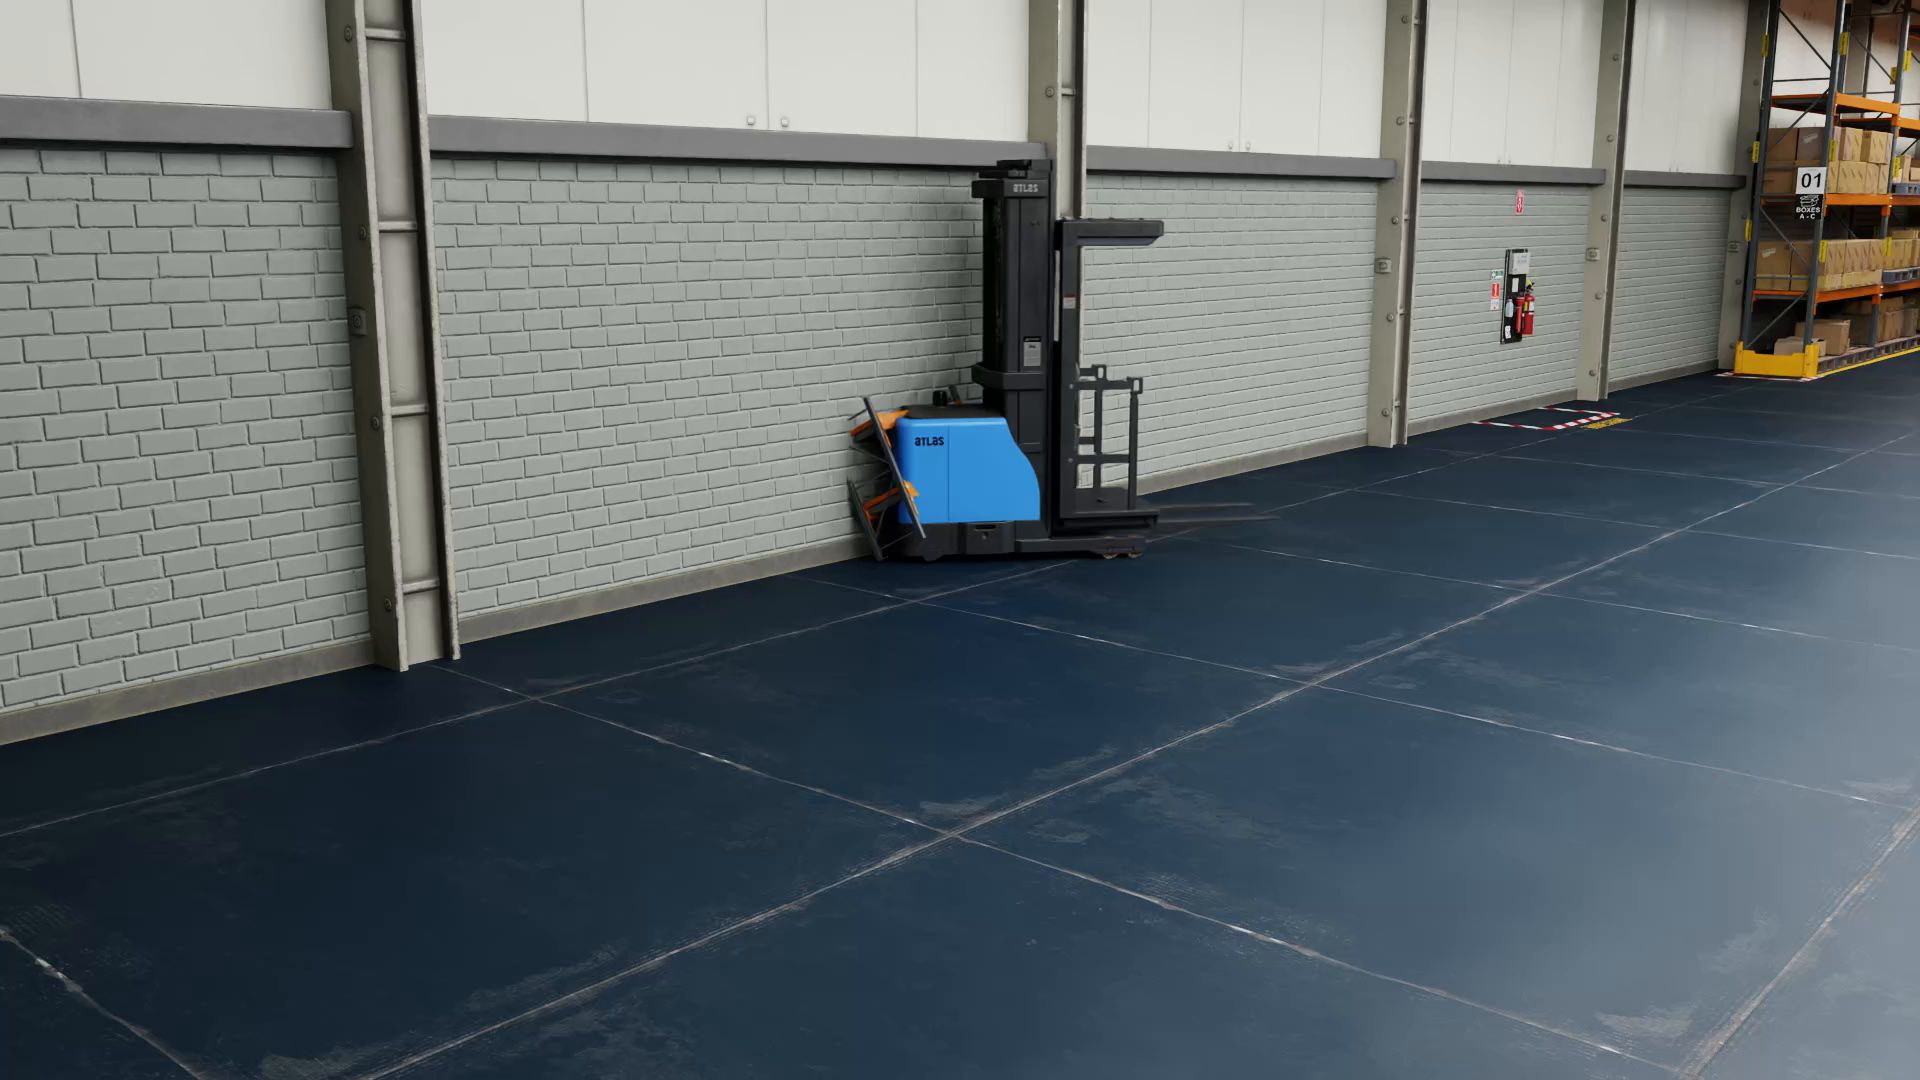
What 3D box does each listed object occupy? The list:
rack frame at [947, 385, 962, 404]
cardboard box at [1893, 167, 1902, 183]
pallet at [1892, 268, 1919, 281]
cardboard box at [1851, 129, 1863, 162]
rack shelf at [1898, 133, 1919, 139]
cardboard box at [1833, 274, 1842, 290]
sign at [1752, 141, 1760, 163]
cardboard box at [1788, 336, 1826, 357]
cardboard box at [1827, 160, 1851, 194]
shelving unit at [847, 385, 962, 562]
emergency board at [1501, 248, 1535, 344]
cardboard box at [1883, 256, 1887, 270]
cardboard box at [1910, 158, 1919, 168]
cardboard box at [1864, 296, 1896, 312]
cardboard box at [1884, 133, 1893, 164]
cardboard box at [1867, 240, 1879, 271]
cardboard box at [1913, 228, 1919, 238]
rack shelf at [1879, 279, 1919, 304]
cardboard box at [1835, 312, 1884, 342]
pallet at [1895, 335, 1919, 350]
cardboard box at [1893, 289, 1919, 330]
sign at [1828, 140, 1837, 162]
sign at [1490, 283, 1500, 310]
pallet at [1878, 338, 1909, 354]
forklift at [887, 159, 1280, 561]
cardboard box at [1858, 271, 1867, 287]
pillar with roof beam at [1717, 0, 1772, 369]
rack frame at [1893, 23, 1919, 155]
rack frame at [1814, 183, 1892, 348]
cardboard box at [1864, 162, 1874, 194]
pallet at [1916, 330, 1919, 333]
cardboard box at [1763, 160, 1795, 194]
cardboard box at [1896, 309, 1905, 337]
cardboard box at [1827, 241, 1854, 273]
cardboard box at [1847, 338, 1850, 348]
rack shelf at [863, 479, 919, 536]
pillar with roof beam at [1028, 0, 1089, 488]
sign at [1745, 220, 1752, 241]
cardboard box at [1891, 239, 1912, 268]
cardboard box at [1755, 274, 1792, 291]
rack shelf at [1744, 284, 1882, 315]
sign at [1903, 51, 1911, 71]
[{"bbox_3d":[-0.017,-0.604,13.050,0.500,1.125,0.032,-27,-8,38],"label":"rack frame"},{"bbox_3d":[16.327,-6.469,29.438,0.500,0.311,0.500,10,15,42],"label":"cardboard box"},{"bbox_3d":[16.864,-4.873,30.440,1.003,0.211,1.213,10,15,40],"label":"pallet"},{"bbox_3d":[13.995,-6.276,26.458,0.500,0.500,0.500,10,15,42],"label":"cardboard box"},{"bbox_3d":[19.460,-7.951,32.901,1.077,0.370,4.000,10,15,40],"label":"rack shelf"},{"bbox_3d":[13.752,-4.132,26.572,0.500,0.250,0.500,9,15,39],"label":"cardboard box"},{"bbox_3d":[12.455,-6.066,26.007,0.100,0.325,0.005,10,15,40],"label":"sign"},{"bbox_3d":[13.760,-3.158,27.105,0.500,0.311,0.500,-11,15,-43],"label":"cardboard box"},{"bbox_3d":[13.649,-5.708,26.165,0.500,0.500,0.500,-11,16,-44],"label":"cardboard box"},{"bbox_3d":[-0.328,-0.524,12.655,0.538,1.125,1.048,-27,-8,38],"label":"shelving unit"},{"bbox_3d":[7.051,-3.060,20.873,0.194,1.169,0.643,10,15,40],"label":"emergency board"},{"bbox_3d":[15.861,-5.010,29.260,0.700,0.500,0.500,10,15,41],"label":"cardboard box"},{"bbox_3d":[18.411,-7.077,31.947,0.700,0.500,0.500,8,14,36],"label":"cardboard box"},{"bbox_3d":[16.945,-4.357,30.709,0.500,0.250,0.500,10,15,40],"label":"cardboard box"},{"bbox_3d":[15.373,-6.586,28.012,0.500,0.500,0.500,8,14,36],"label":"cardboard box"},{"bbox_3d":[15.095,-4.795,27.979,0.500,0.500,0.500,10,15,40],"label":"cardboard box"},{"bbox_3d":[18.652,-5.874,31.981,0.500,0.250,0.500,10,15,42],"label":"cardboard box"},{"bbox_3d":[16.820,-4.617,30.503,1.077,0.370,4.000,10,15,40],"label":"rack shelf"},{"bbox_3d":[16.276,-3.858,30.128,0.700,0.500,0.500,9,15,39],"label":"cardboard box"},{"bbox_3d":[17.623,-3.781,31.605,1.003,0.211,1.213,10,15,40],"label":"pallet"},{"bbox_3d":[18.724,-4.507,32.532,0.750,0.750,0.750,10,15,40],"label":"cardboard box"},{"bbox_3d":[13.267,-5.916,25.283,0.100,0.325,0.005,10,15,40],"label":"sign"},{"bbox_3d":[6.608,-3.009,20.529,0.001,0.329,0.234,10,15,40],"label":"sign"},{"bbox_3d":[16.818,-3.603,30.710,1.003,0.211,1.213,10,15,40],"label":"pallet"},{"bbox_3d":[0.943,-1.400,12.735,3.031,2.935,1.130,-2,11,-11],"label":"forklift"},{"bbox_3d":[14.759,-4.354,27.685,0.500,0.250,0.500,10,15,40],"label":"cardboard box"},{"bbox_3d":[15.905,-6.687,23.714,9.100,9.000,0.400,10,15,40],"label":"pillar with roof beam"},{"bbox_3d":[18.140,-8.205,31.319,1.000,3.000,0.127,10,15,40],"label":"rack frame"},{"bbox_3d":[15.500,-4.675,28.960,1.000,3.000,0.127,10,15,40],"label":"rack frame"},{"bbox_3d":[14.671,-5.939,27.325,0.500,0.500,0.500,9,14,38],"label":"cardboard box"},{"bbox_3d":[18.717,-4.002,32.711,1.003,0.211,1.213,10,15,40],"label":"pallet"},{"bbox_3d":[12.944,-5.711,26.179,0.500,0.500,0.500,-11,16,-43],"label":"cardboard box"},{"bbox_3d":[17.277,-4.080,31.240,0.700,0.500,0.500,10,15,40],"label":"cardboard box"},{"bbox_3d":[14.080,-4.569,26.844,0.500,0.500,0.500,9,14,39],"label":"cardboard box"},{"bbox_3d":[15.169,-3.419,28.781,0.380,0.166,0.250,7,14,33],"label":"cardboard box"},{"bbox_3d":[-0.237,-0.298,12.629,0.538,0.278,1.000,-27,-8,38],"label":"rack shelf"},{"bbox_3d":[4.023,-4.038,10.455,9.100,9.000,0.400,10,15,40],"label":"pillar with roof beam"},{"bbox_3d":[12.455,-4.884,26.243,0.100,0.325,0.005,10,15,40],"label":"sign"},{"bbox_3d":[17.032,-5.272,30.568,0.700,0.500,0.500,10,15,40],"label":"cardboard box"},{"bbox_3d":[13.022,-4.117,26.496,0.500,0.250,0.500,10,15,41],"label":"cardboard box"},{"bbox_3d":[14.179,-4.028,27.557,1.077,0.370,4.000,10,15,40],"label":"rack shelf"},{"bbox_3d":[15.895,-8.041,27.908,0.100,0.325,0.005,10,15,40],"label":"sign"}]
